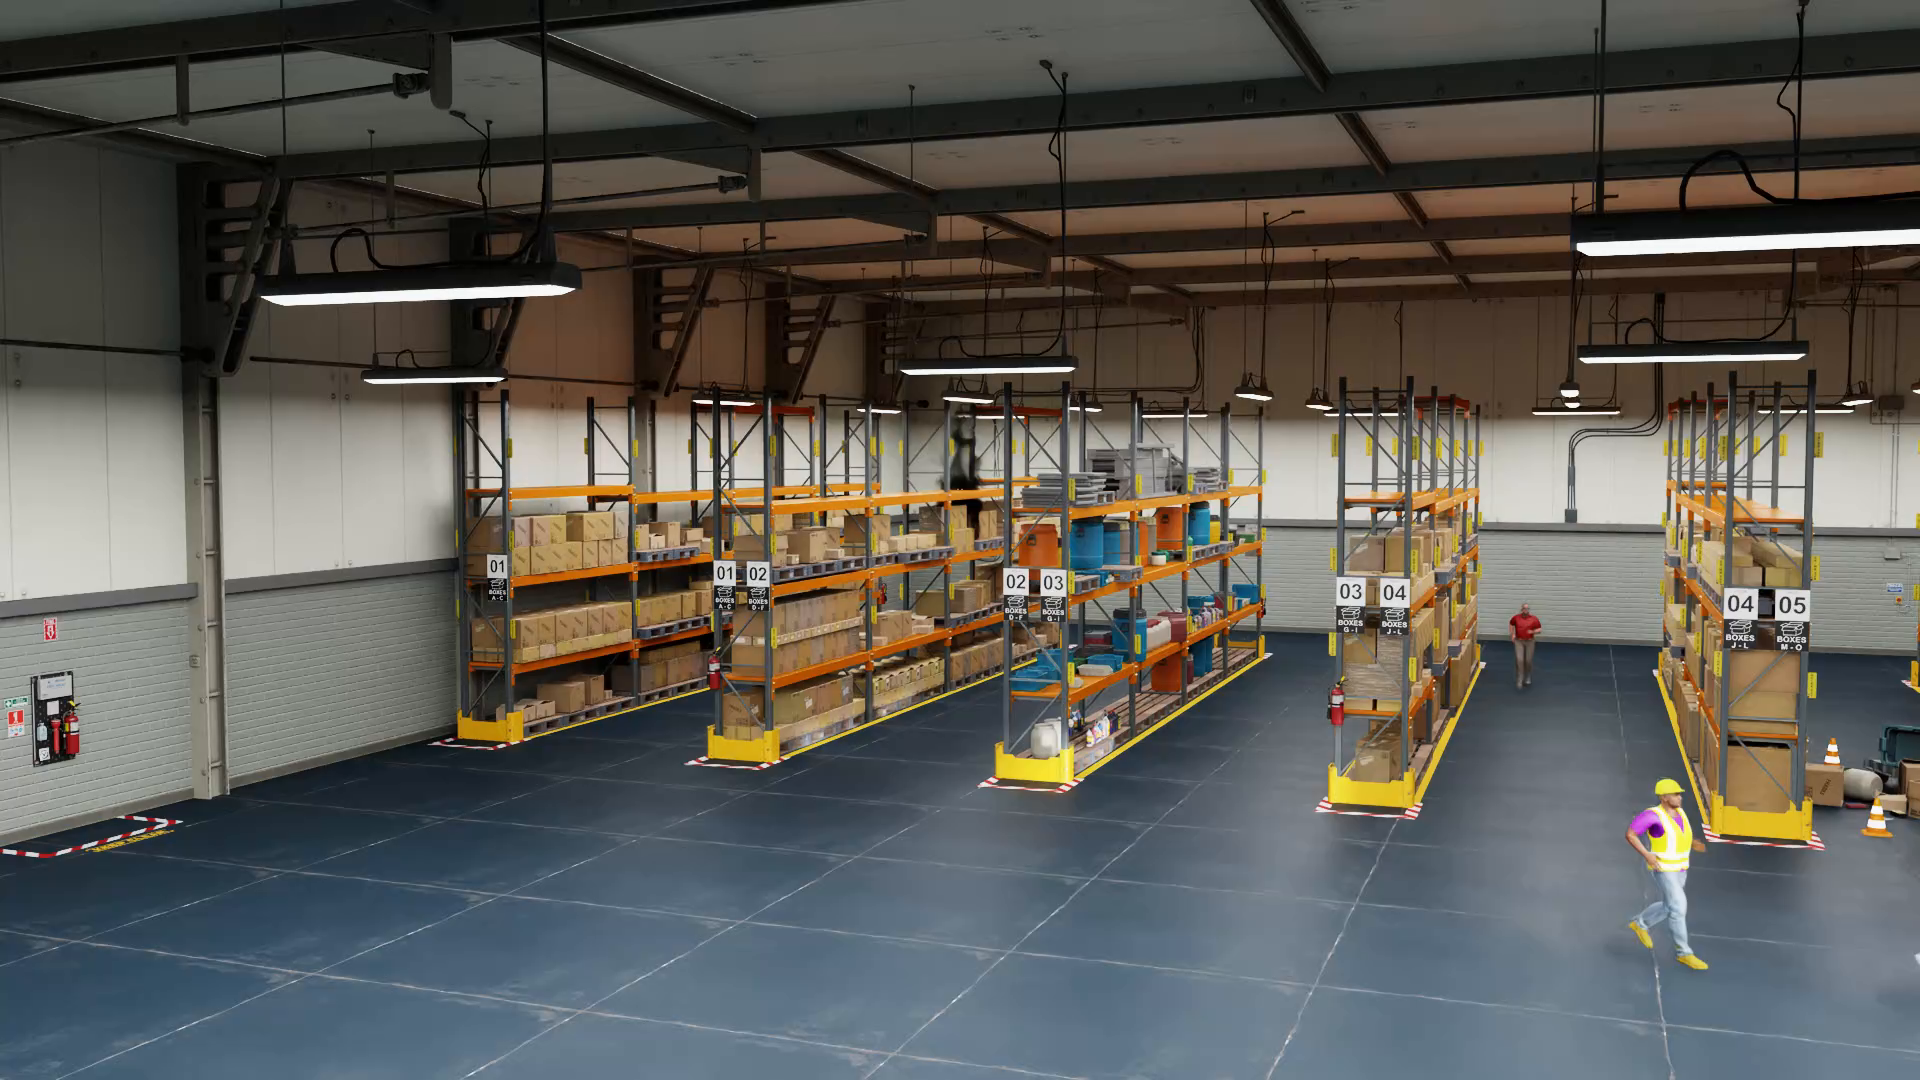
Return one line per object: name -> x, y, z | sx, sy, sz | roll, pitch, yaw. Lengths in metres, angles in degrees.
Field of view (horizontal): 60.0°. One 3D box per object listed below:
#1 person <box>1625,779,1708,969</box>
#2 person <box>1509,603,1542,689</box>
person -> 6.898, 3.204, 16.197 | 0.698, 1.762, 0.894 | -2, 4, -35
person -> 11.871, 2.208, 34.931 | 0.651, 1.762, 0.832 | 1, 3, 19
